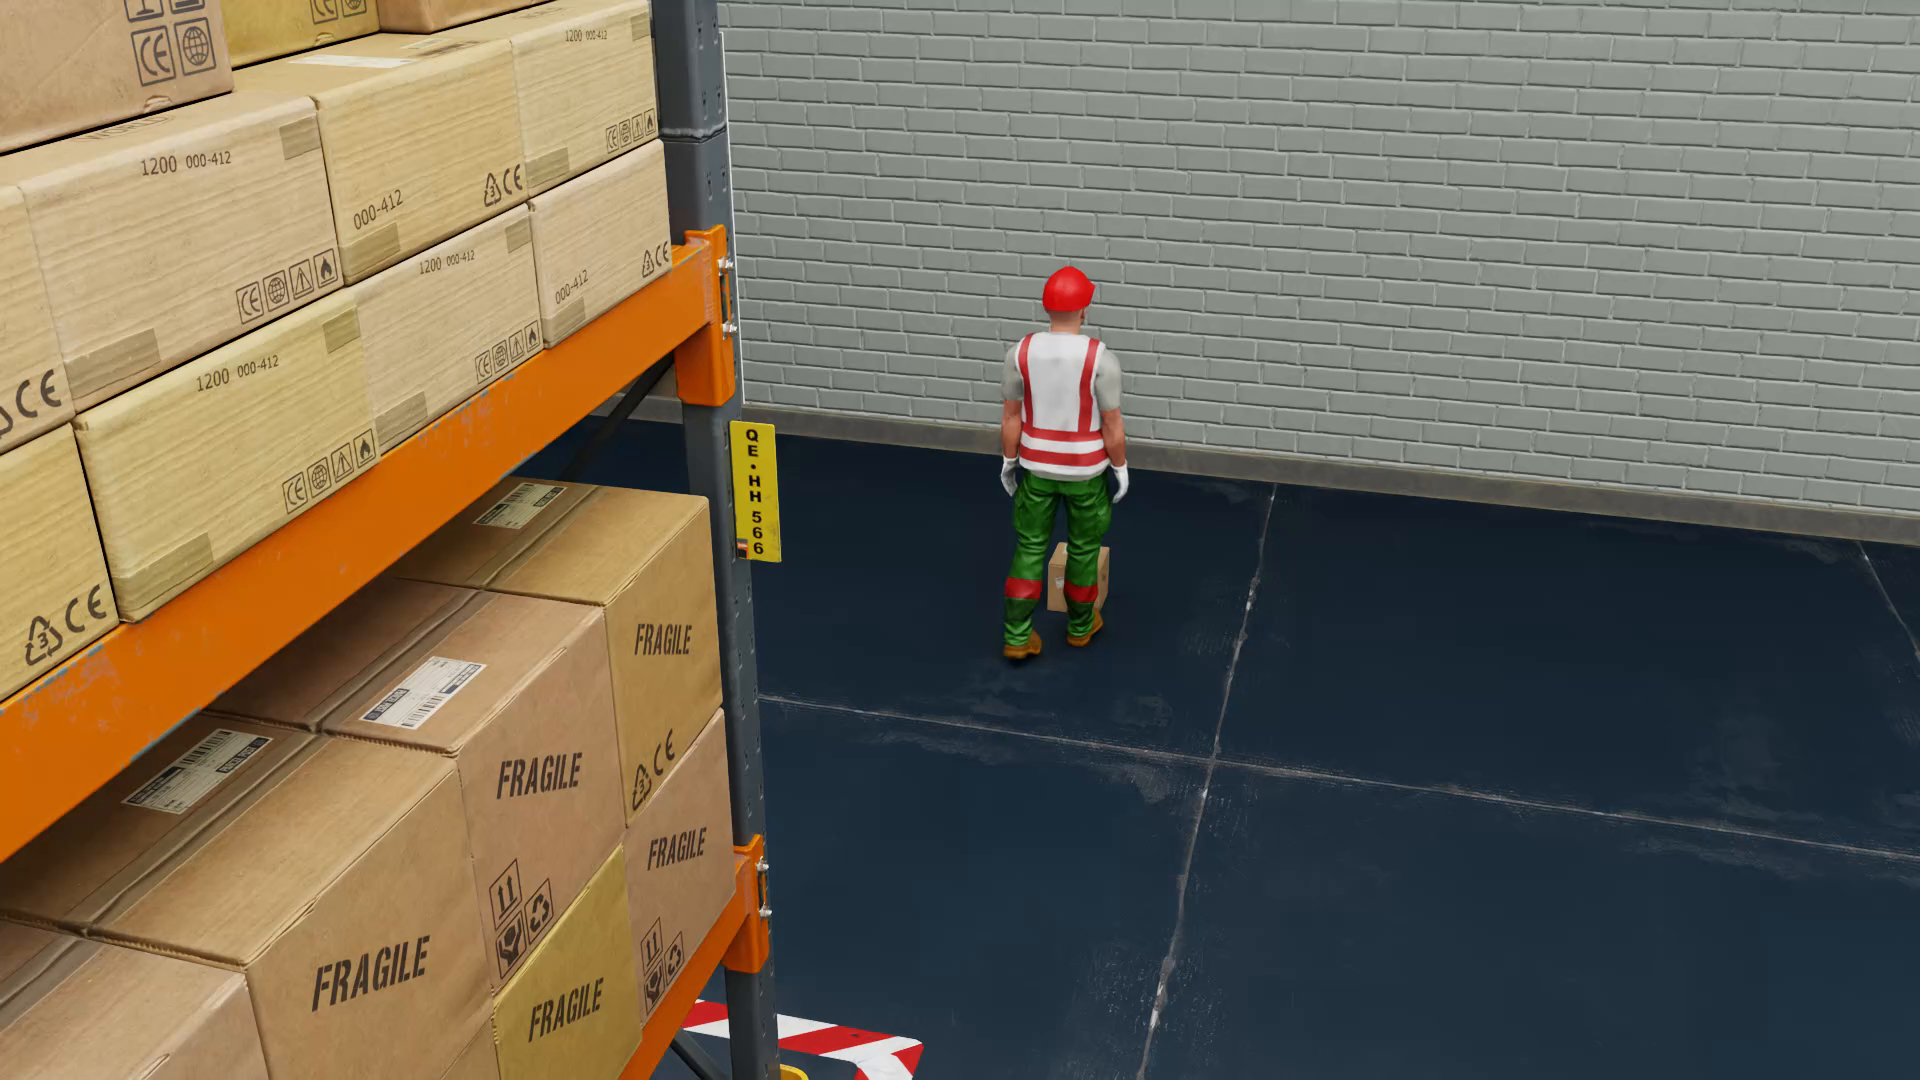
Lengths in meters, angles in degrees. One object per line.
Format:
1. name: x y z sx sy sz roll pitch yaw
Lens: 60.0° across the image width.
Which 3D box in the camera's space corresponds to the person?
1. person: 0.464 -0.324 7.261 0.560 1.799 0.603 9 27 18
